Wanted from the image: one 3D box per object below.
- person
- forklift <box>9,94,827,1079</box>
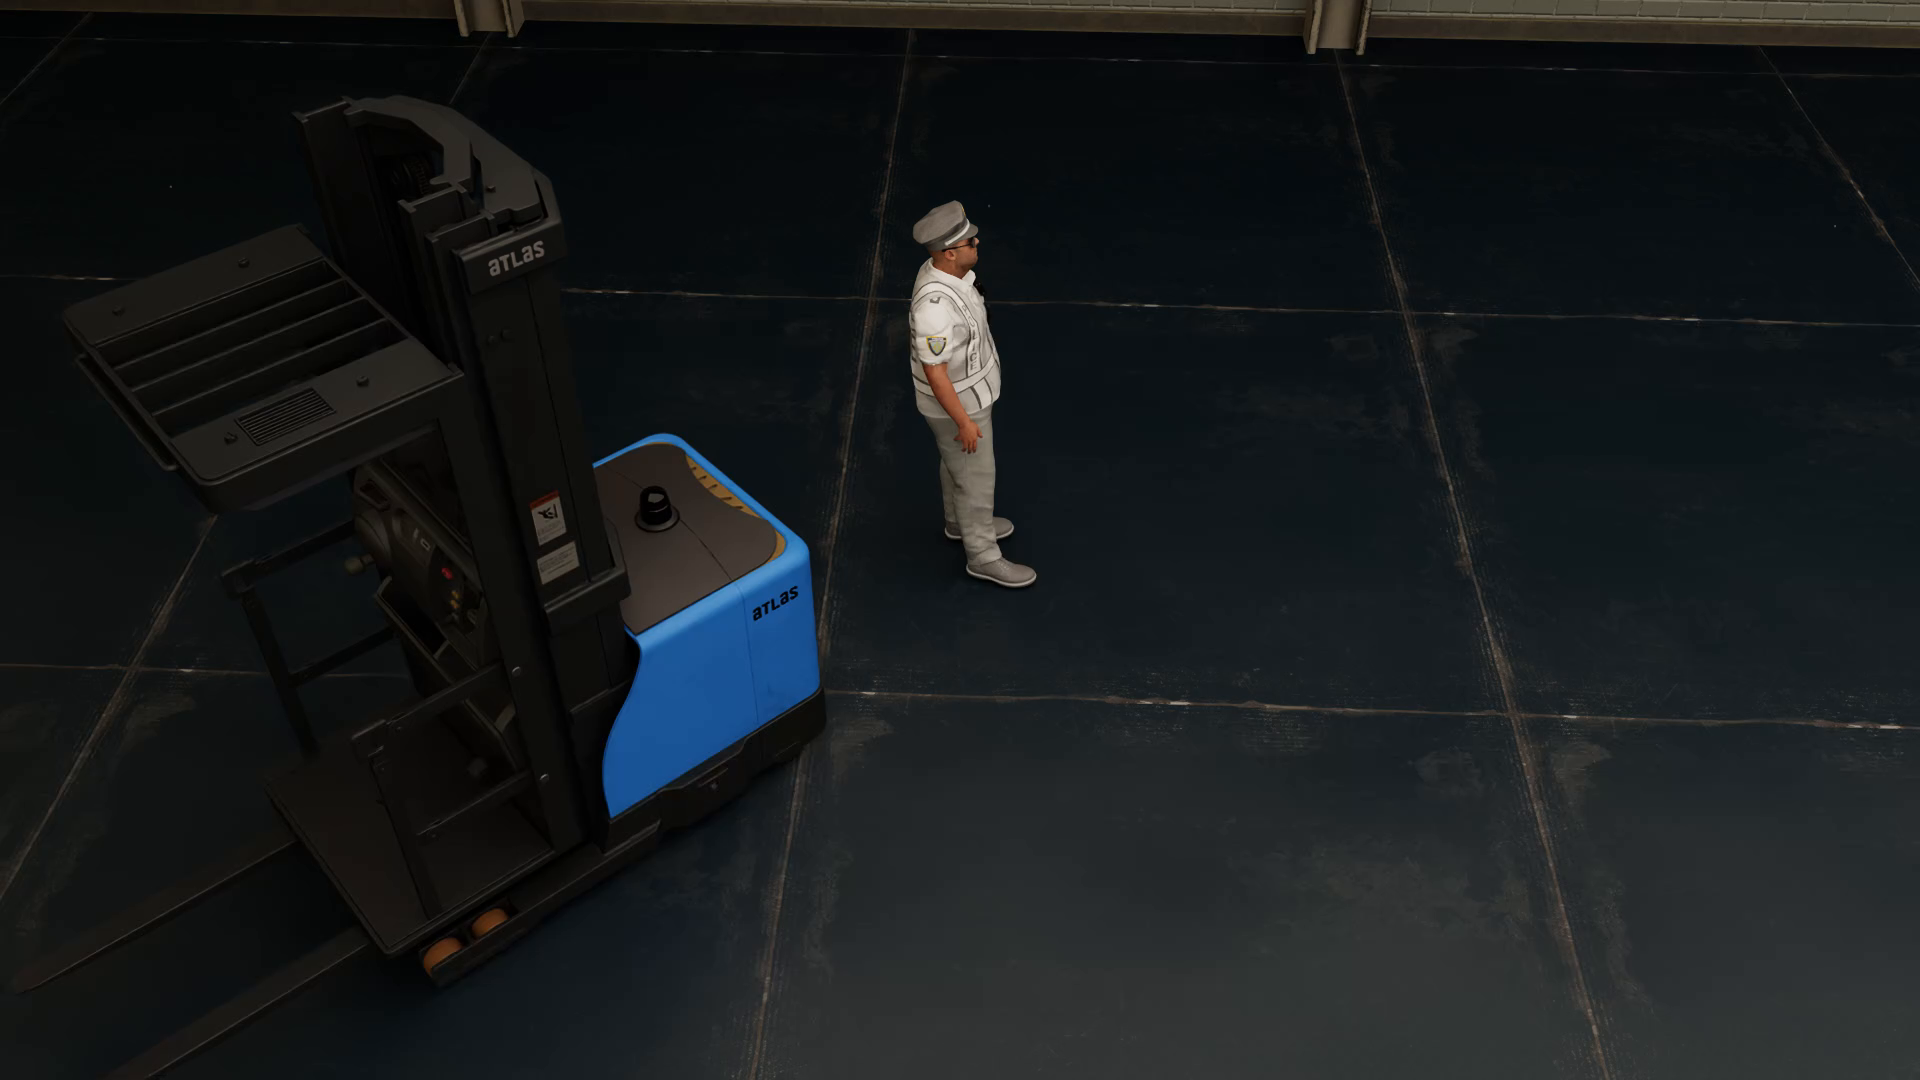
[{"bbox_3d":[0.077,-0.653,7.299,0.575,1.781,0.640,2,42,2],"label":"person"},{"bbox_3d":[-2.000,0.145,5.584,3.031,2.935,1.130,-31,51,-29],"label":"forklift"}]
